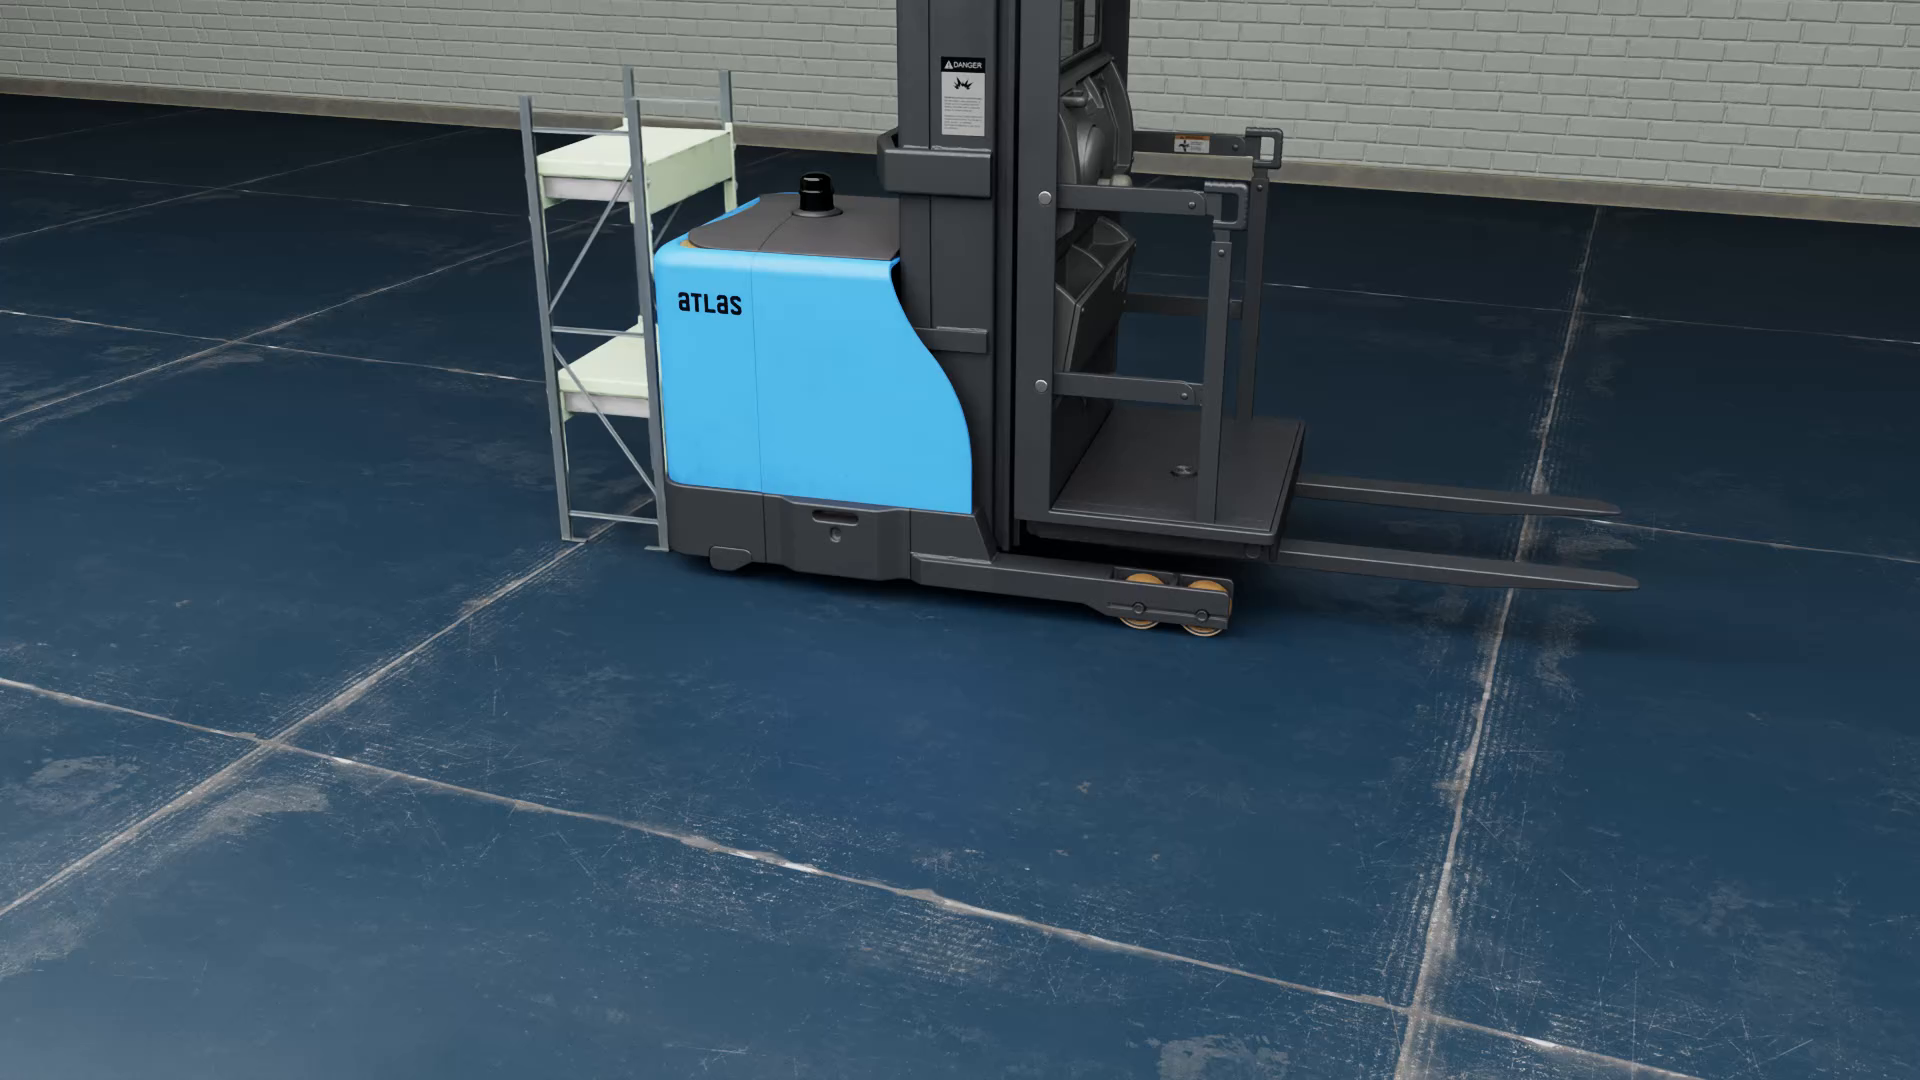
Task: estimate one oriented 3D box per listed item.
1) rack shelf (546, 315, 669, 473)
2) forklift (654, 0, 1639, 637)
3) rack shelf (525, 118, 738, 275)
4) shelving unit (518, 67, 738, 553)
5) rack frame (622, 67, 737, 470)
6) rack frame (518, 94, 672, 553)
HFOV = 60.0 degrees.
[{"bbox_3d":[-1.083,-0.508,5.867,0.431,0.370,0.720,6,23,14],"label":"rack shelf"},{"bbox_3d":[0.607,-1.287,5.029,3.031,2.935,1.130,6,23,14],"label":"forklift"},{"bbox_3d":[-1.083,-1.169,5.591,0.431,0.370,0.720,6,23,14],"label":"rack shelf"},{"bbox_3d":[-1.083,-0.809,5.741,0.431,1.500,0.755,6,23,14],"label":"shelving unit"},{"bbox_3d":[-0.989,-0.946,6.067,0.400,1.500,0.023,6,23,14],"label":"rack frame"},{"bbox_3d":[-1.178,-0.673,5.415,0.400,1.500,0.023,6,23,14],"label":"rack frame"}]
